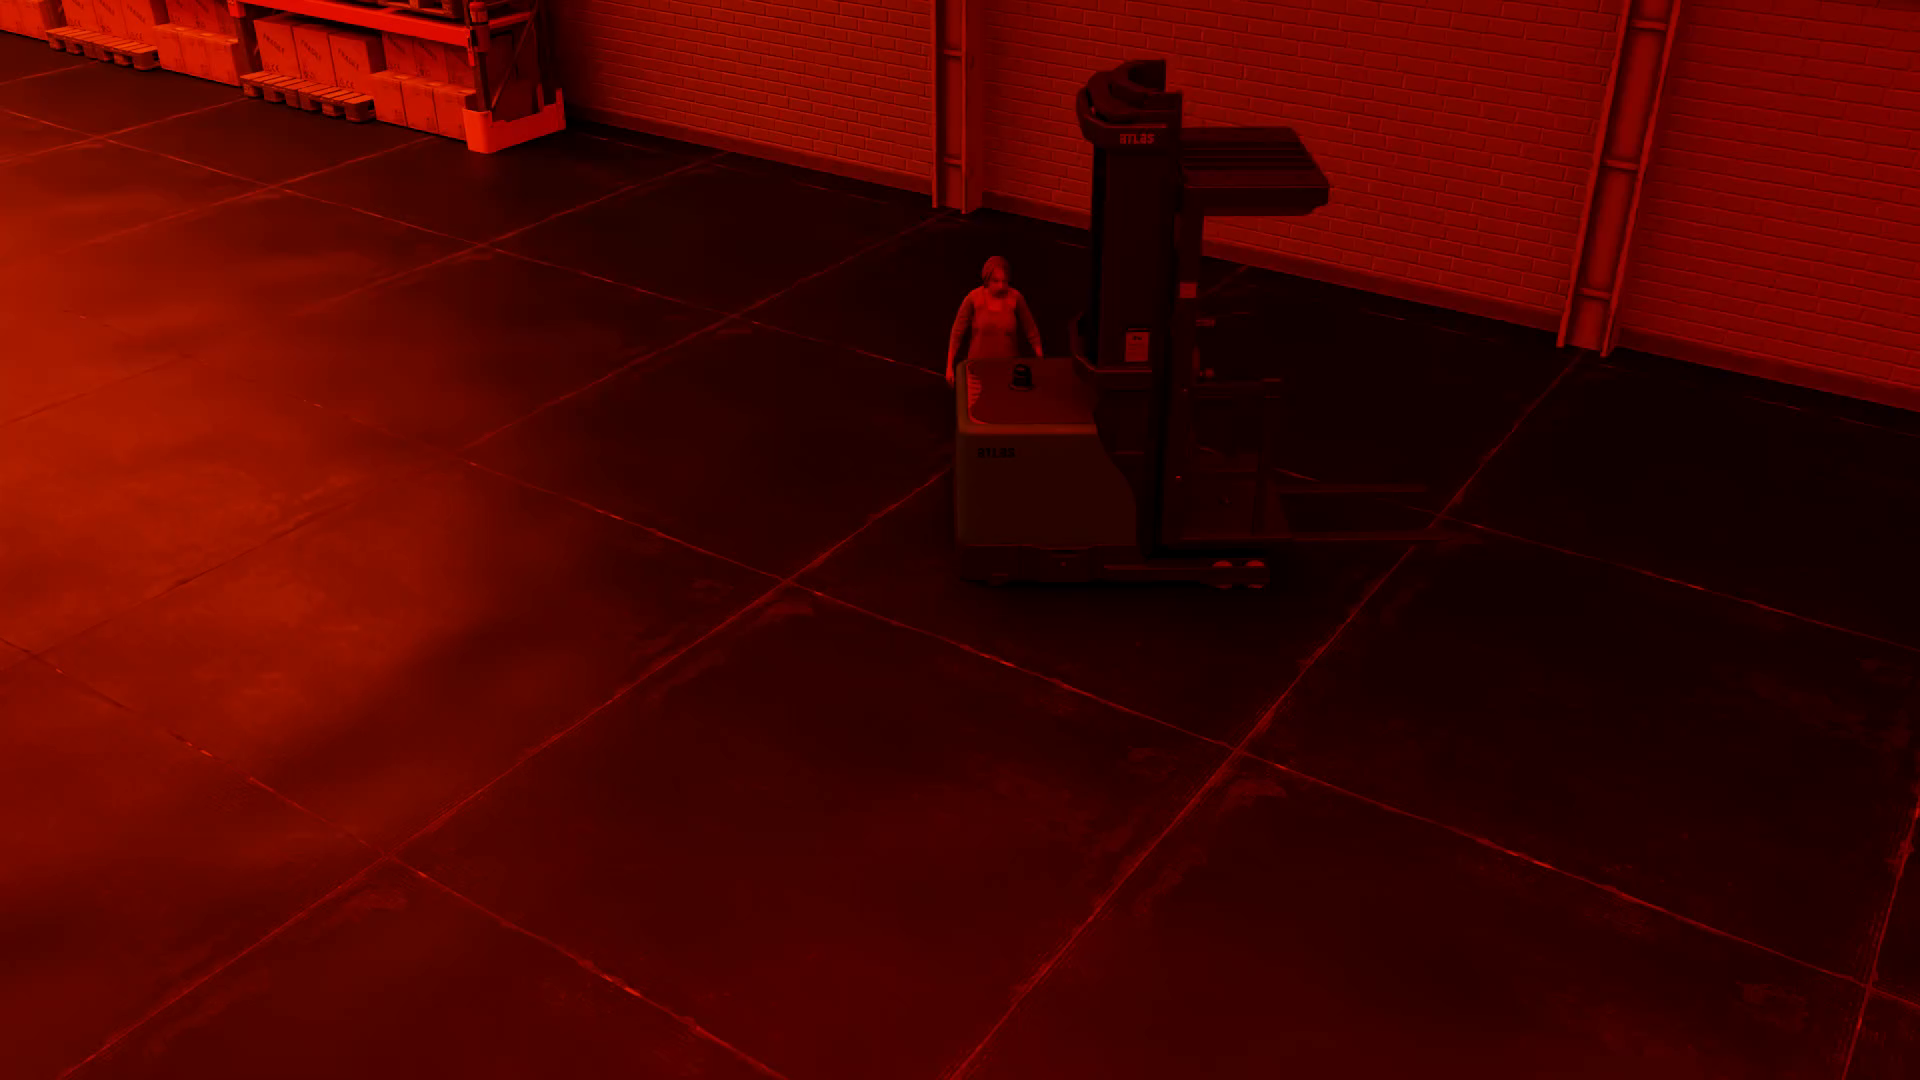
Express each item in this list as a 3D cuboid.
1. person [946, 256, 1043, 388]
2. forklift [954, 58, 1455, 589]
[{"bbox_3d":[0.232,-1.106,10.849,0.653,1.567,0.354,-2,30,-4],"label":"person"},{"bbox_3d":[1.483,-1.241,9.718,3.031,2.935,1.130,-1,30,-1],"label":"forklift"}]
